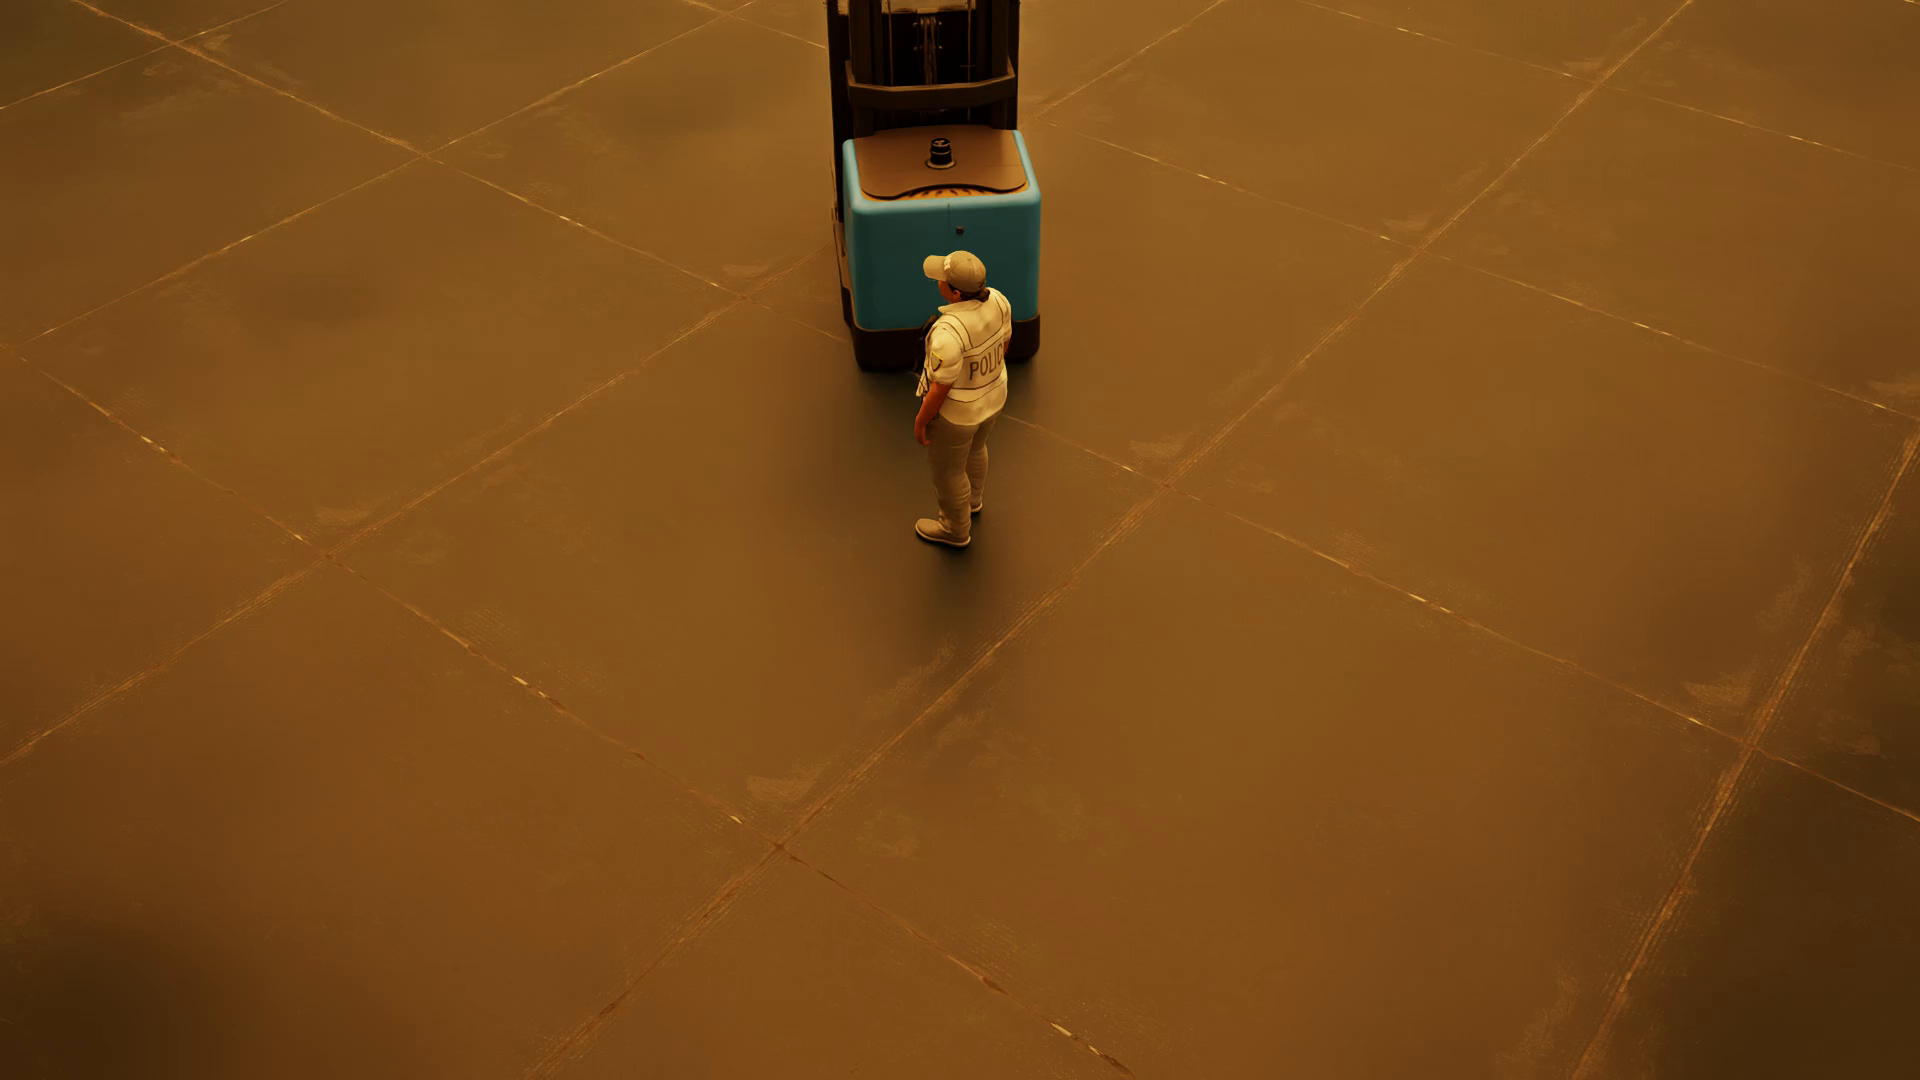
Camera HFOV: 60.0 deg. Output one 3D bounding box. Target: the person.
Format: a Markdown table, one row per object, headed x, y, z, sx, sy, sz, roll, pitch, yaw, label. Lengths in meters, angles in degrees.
| x | y | z | sx | sy | sz | roll | pitch | yaw | label |
| --- | --- | --- | --- | --- | --- | --- | --- | --- | --- |
| -0.047 | -0.681 | 7.837 | 0.529 | 1.670 | 0.598 | 26 | 47 | 28 | person |

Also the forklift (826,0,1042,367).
| x | y | z | sx | sy | sz | roll | pitch | yaw | label |
| --- | --- | --- | --- | --- | --- | --- | --- | --- | --- |
| -0.238 | -3.043 | 9.643 | 1.130 | 2.935 | 3.031 | -4 | 41 | -5 | forklift |
